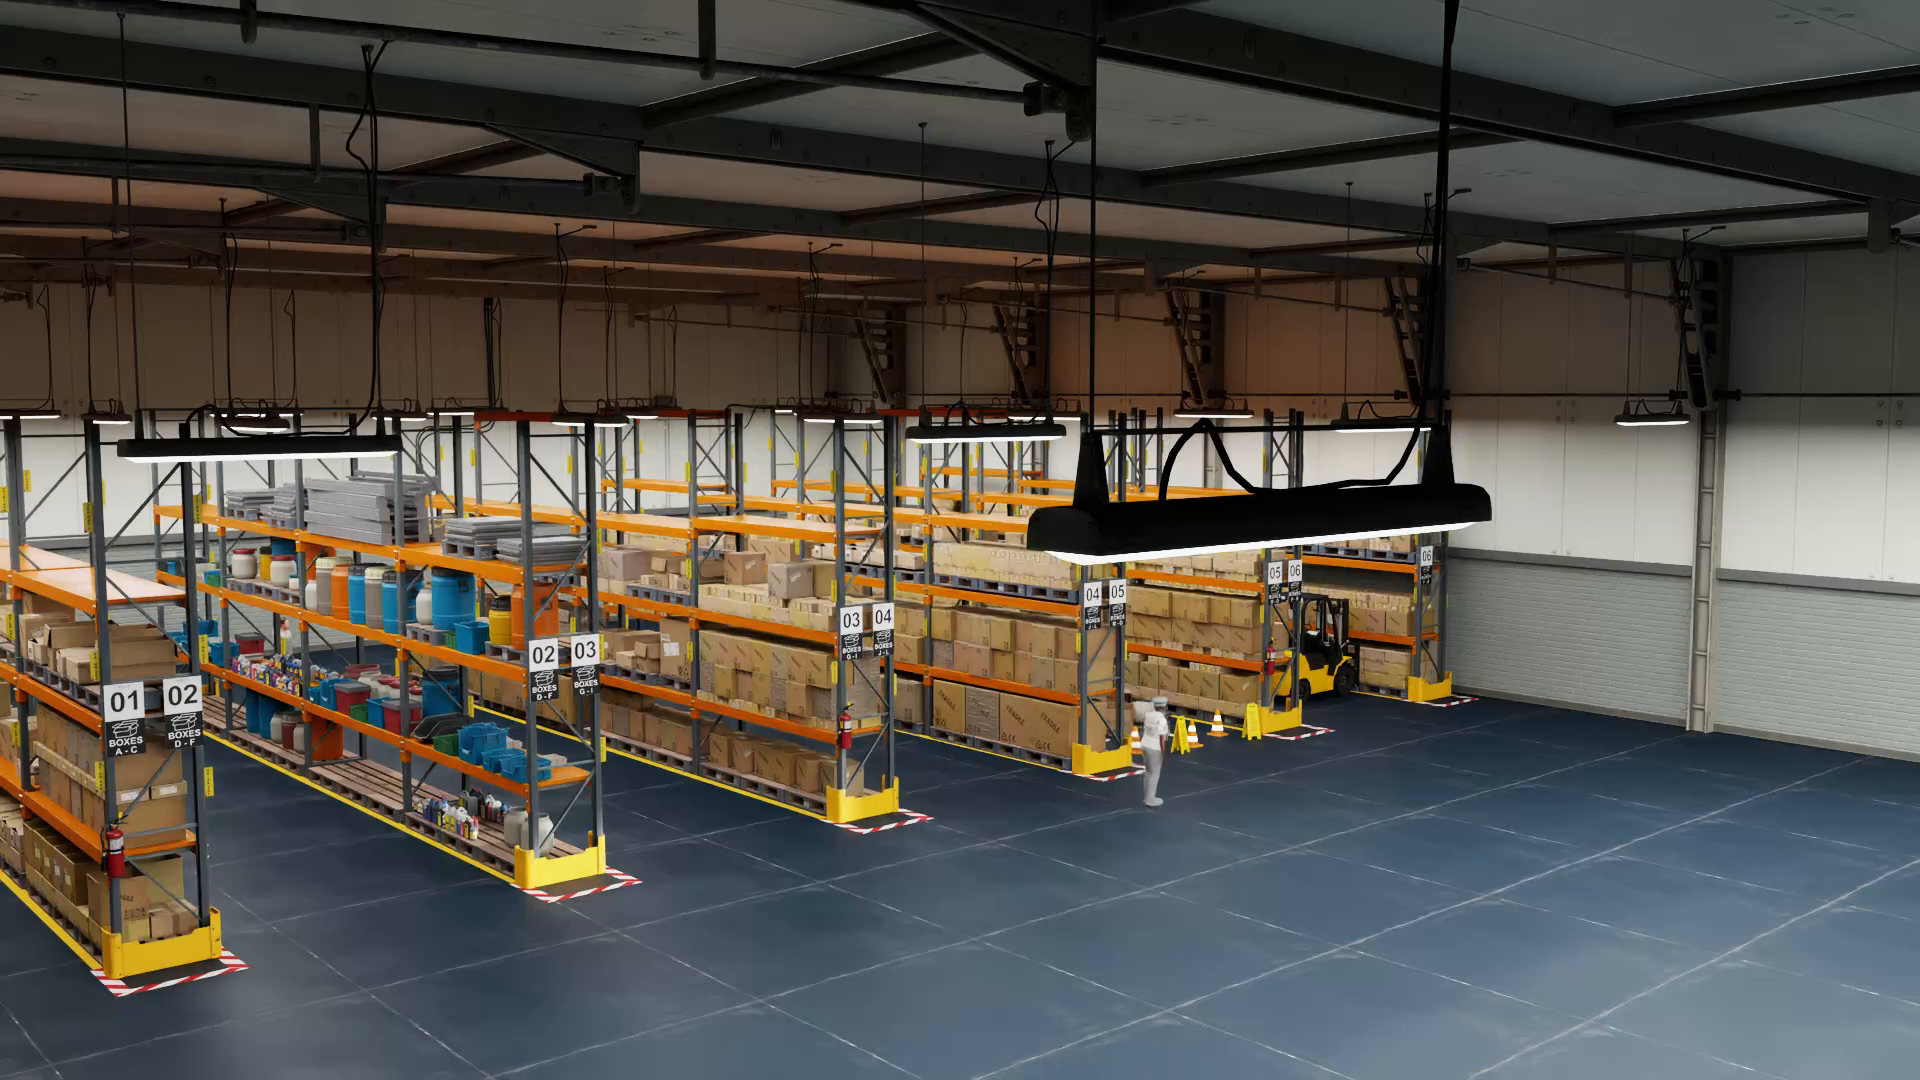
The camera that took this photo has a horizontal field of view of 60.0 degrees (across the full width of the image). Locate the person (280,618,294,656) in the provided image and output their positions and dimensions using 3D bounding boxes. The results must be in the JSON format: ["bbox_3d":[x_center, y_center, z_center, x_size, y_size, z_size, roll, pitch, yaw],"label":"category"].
[{"bbox_3d":[-14.217,2.443,34.993,0.402,1.625,0.974,-4,6,-36],"label":"person"}]

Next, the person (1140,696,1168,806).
[{"bbox_3d":[3.006,3.258,25.653,0.399,1.669,0.470,-3,6,-29],"label":"person"}]
